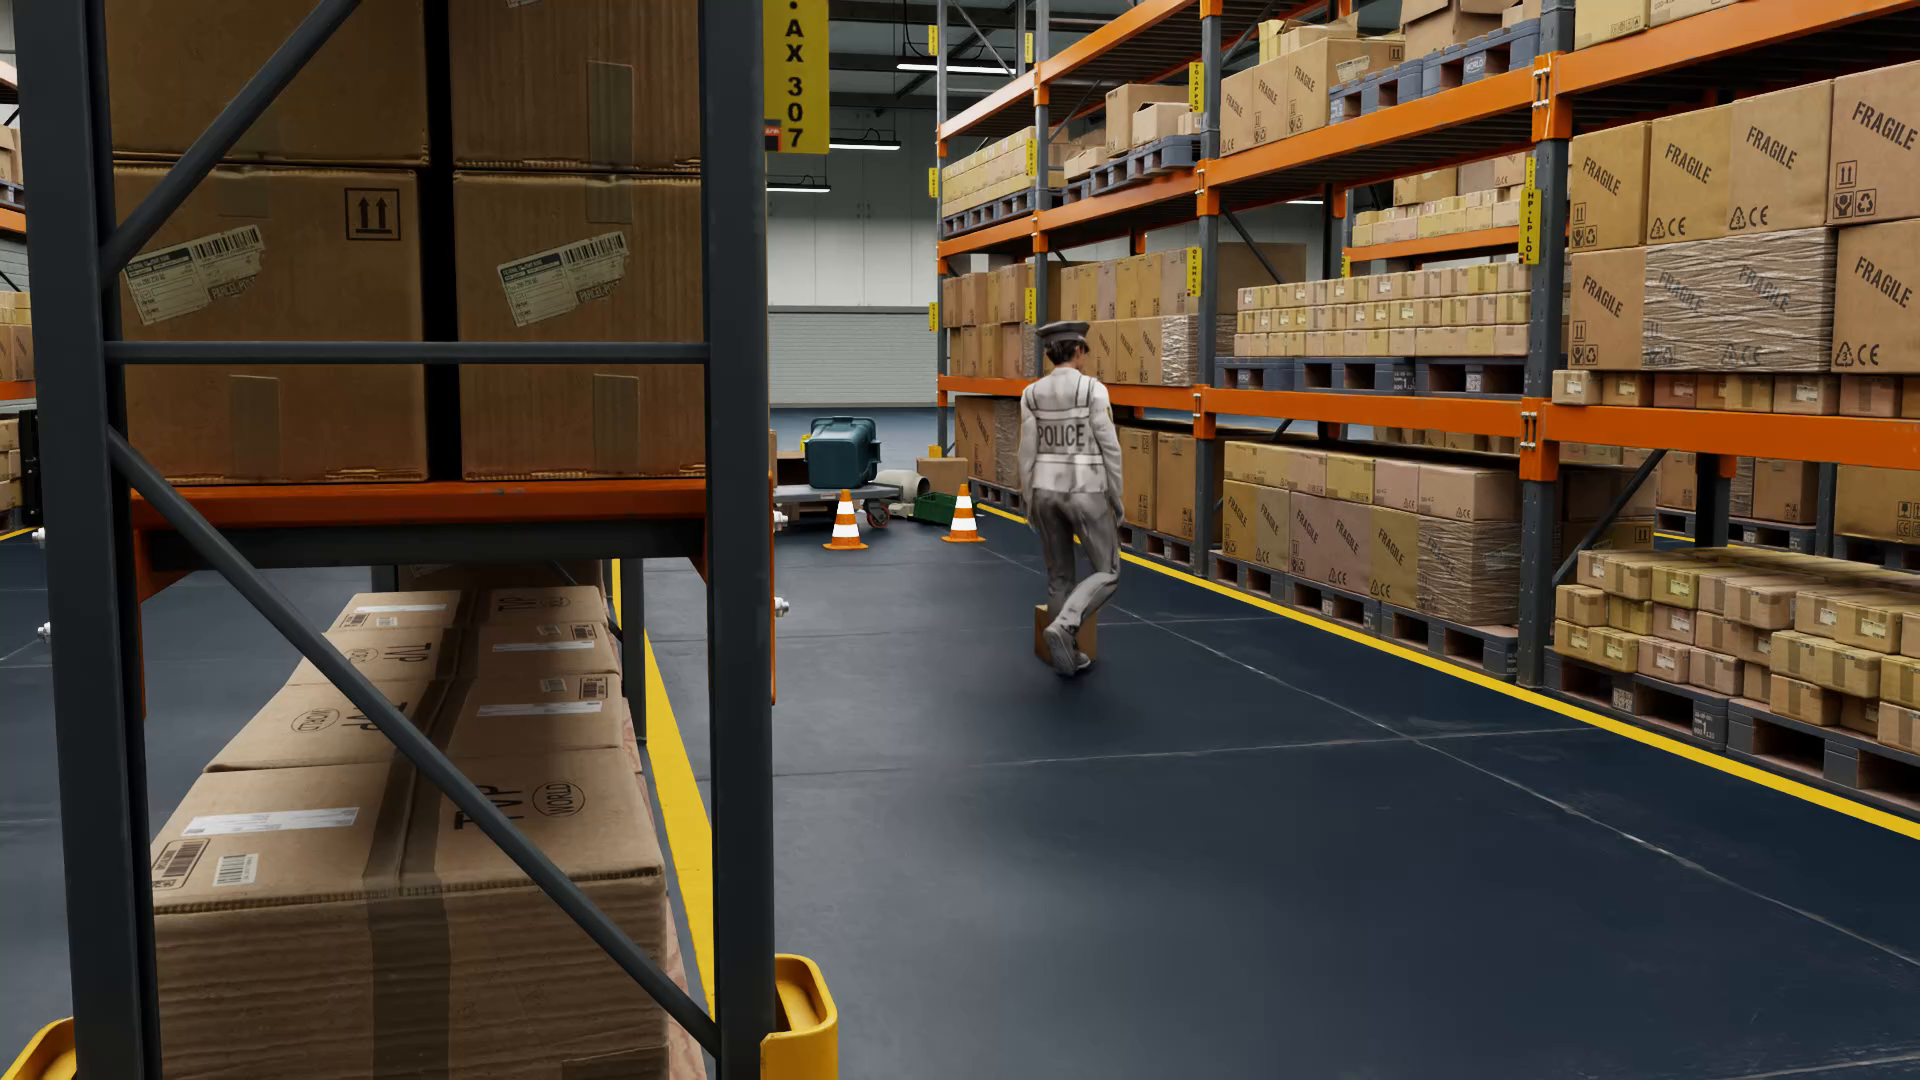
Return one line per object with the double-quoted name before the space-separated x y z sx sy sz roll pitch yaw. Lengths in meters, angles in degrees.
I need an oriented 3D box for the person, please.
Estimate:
"person" 0.498 -0.177 7.668 0.506 1.652 0.687 4 7 31
